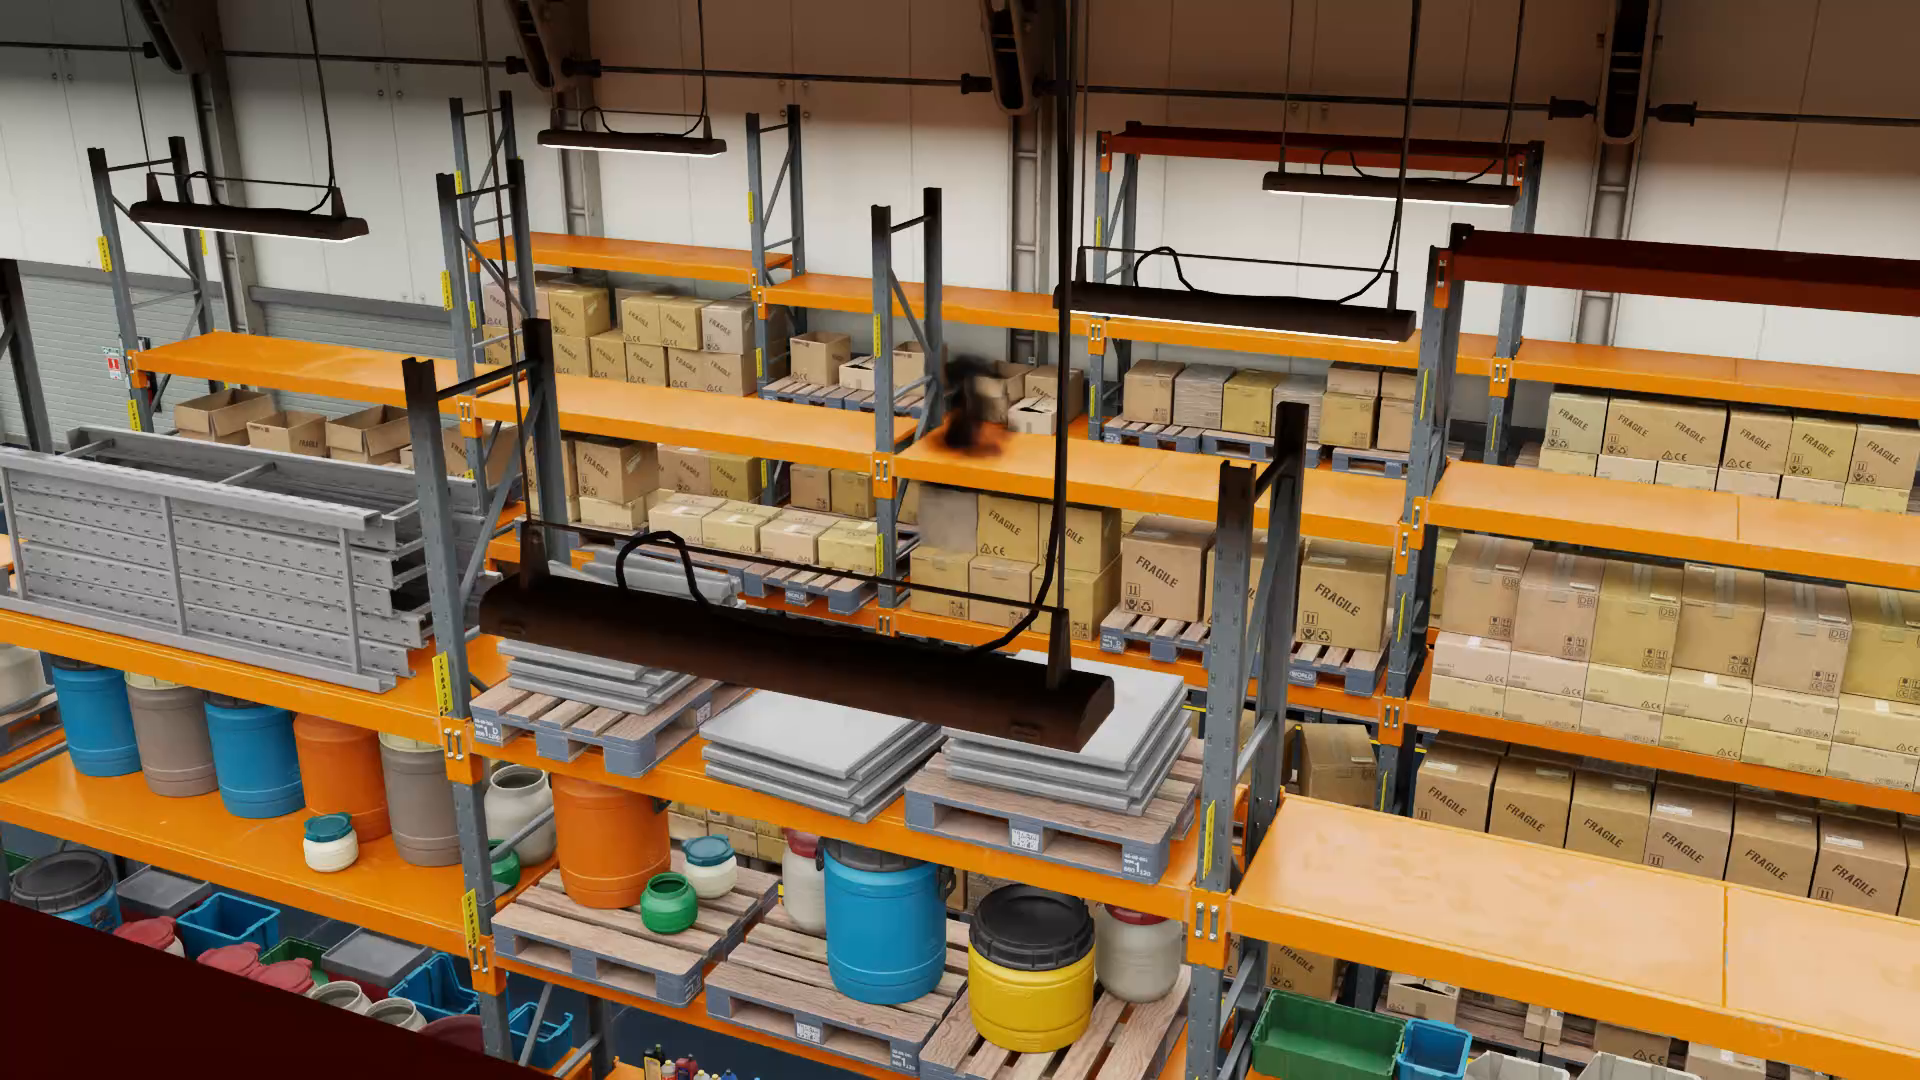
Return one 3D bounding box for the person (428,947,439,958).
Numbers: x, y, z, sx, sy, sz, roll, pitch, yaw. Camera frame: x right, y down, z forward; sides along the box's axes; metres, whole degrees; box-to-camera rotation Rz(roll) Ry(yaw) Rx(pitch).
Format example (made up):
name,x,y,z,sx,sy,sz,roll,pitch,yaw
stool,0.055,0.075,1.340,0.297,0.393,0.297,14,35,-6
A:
name,x,y,z,sx,sy,sz,roll,pitch,yaw
person,-4.384,2.646,13.288,0.586,1.649,0.574,6,21,16
